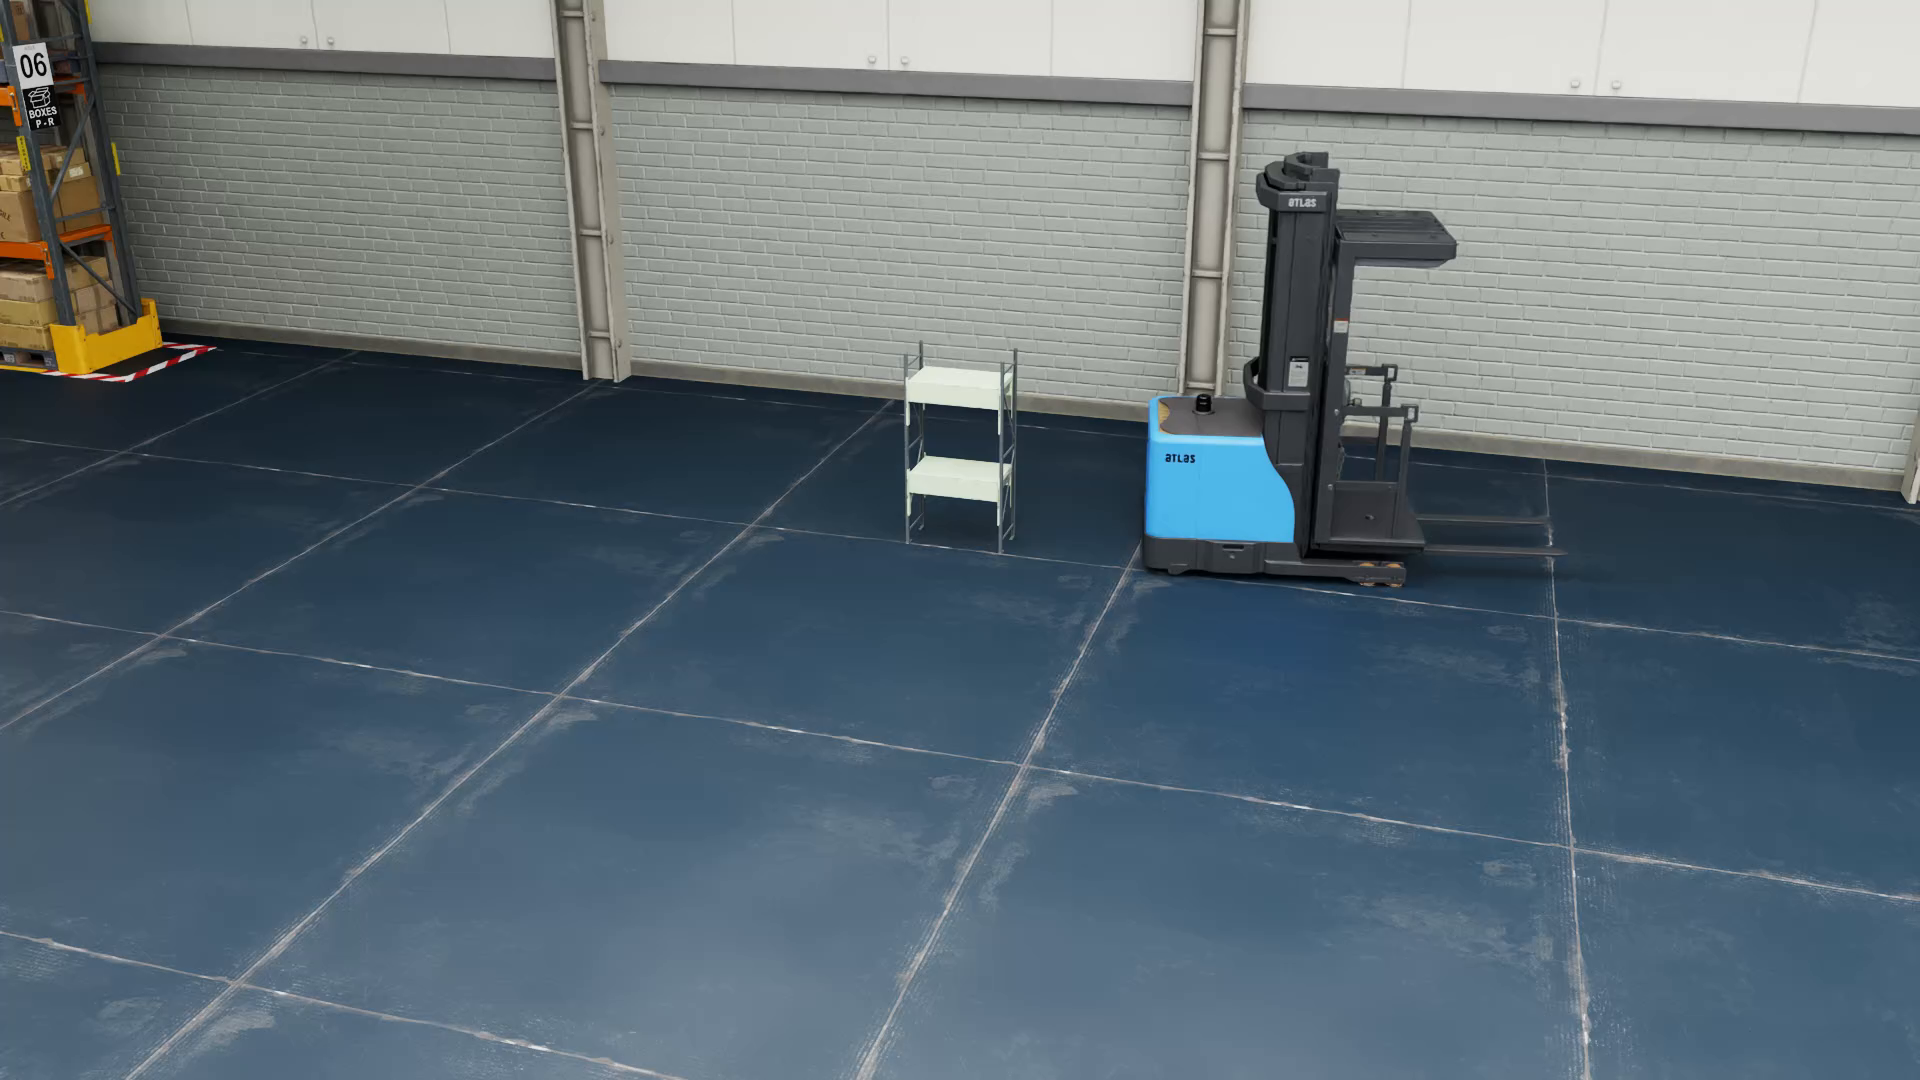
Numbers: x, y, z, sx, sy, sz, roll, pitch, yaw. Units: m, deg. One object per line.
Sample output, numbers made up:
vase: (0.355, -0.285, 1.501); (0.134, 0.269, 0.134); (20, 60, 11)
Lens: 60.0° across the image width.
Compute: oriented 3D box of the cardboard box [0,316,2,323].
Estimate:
cardboard box: (-9.928, -2.444, 17.187); (0.500, 0.250, 0.500); (6, 23, 15)

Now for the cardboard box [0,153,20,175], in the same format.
cardboard box: (-9.543, -3.754, 16.592); (0.250, 0.149, 0.380); (7, 23, 16)

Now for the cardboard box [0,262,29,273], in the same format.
cardboard box: (-9.916, -2.668, 17.074); (0.500, 0.250, 0.500); (7, 23, 16)

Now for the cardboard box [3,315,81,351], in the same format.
cardboard box: (-9.435, -2.151, 17.131); (0.500, 0.250, 0.500); (7, 23, 16)

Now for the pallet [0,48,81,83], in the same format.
pallet: (-9.564, -4.726, 16.503); (1.213, 0.211, 1.003); (7, 23, 16)

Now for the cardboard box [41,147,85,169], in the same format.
cardboard box: (-9.154, -3.890, 16.924); (0.250, 0.149, 0.380); (6, 23, 14)

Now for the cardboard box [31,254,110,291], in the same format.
cardboard box: (-9.300, -2.798, 17.392); (0.500, 0.250, 0.500); (6, 23, 15)

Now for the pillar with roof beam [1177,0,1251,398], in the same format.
pillar with roof beam: (0.944, -3.592, 9.669); (0.400, 9.000, 9.100); (7, 23, 16)

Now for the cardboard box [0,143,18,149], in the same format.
cardboard box: (-9.884, -3.988, 17.161); (0.250, 0.149, 0.380); (7, 23, 16)

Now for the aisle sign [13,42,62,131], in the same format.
aisle sign: (-8.916, -4.381, 16.072); (0.004, 0.787, 0.394); (7, 23, 16)

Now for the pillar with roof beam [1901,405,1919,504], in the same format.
pillar with roof beam: (6.689, -2.934, 8.065); (0.400, 9.000, 9.100); (7, 23, 16)

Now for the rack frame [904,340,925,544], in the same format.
rack frame: (-0.344, -0.733, 12.581); (0.023, 1.500, 0.400); (7, 23, 16)

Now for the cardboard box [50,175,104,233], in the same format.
cardboard box: (-9.288, -3.494, 17.203); (0.500, 0.500, 0.500); (7, 23, 17)

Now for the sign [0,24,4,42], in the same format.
sign: (-9.064, -4.857, 15.644); (0.005, 0.325, 0.100); (7, 23, 16)

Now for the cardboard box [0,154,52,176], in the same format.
cardboard box: (-9.298, -3.739, 16.554); (0.250, 0.149, 0.380); (7, 23, 16)

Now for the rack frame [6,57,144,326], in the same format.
rack frame: (-8.894, -3.292, 16.843); (0.127, 3.000, 1.000); (7, 23, 16)

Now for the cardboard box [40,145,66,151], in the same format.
cardboard box: (-9.391, -3.942, 17.050); (0.250, 0.149, 0.380); (7, 23, 17)

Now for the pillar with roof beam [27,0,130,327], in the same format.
pillar with roof beam: (-10.544, -4.907, 12.876); (0.400, 9.000, 9.100); (7, 23, 16)

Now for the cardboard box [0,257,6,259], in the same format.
cardboard box: (-10.255, -2.910, 17.665); (0.500, 0.250, 0.500); (6, 23, 15)

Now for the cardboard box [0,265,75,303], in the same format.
cardboard box: (-9.425, -2.614, 16.942); (0.500, 0.250, 0.500); (7, 23, 17)

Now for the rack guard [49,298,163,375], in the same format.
rack guard: (-8.871, -2.133, 17.311); (0.348, 0.500, 1.175); (7, 23, 16)

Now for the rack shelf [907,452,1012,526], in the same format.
rack shelf: (0.006, -0.392, 12.607); (0.720, 0.370, 0.431); (7, 23, 16)

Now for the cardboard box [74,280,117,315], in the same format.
cardboard box: (-9.284, -2.573, 17.500); (0.500, 0.250, 0.500); (7, 23, 16)

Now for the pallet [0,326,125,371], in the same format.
pallet: (-9.638, -2.071, 17.540); (1.213, 0.211, 1.003); (7, 23, 16)

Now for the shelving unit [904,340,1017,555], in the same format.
shelving unit: (0.006, -0.693, 12.484); (0.755, 1.500, 0.431); (7, 23, 16)

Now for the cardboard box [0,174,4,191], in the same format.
cardboard box: (-9.560, -3.592, 16.588); (0.250, 0.149, 0.380); (7, 23, 16)

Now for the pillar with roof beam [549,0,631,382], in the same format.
pillar with roof beam: (-4.800, -4.250, 11.272); (0.400, 9.000, 9.100); (7, 23, 16)

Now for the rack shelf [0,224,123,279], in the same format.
rack shelf: (-10.809, -3.178, 17.514); (4.000, 0.370, 1.077); (7, 23, 16)

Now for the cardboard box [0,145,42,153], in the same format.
cardboard box: (-9.652, -3.955, 17.081); (0.250, 0.149, 0.380); (7, 23, 17)

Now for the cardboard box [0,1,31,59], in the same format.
cardboard box: (-9.388, -4.927, 16.059); (0.500, 0.500, 0.500); (7, 23, 17)

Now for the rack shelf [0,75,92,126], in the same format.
rack shelf: (-10.809, -4.566, 16.945); (4.000, 0.370, 1.077); (7, 23, 16)

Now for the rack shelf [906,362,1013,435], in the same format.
rack shelf: (0.006, -1.054, 12.336); (0.720, 0.370, 0.431); (7, 23, 16)

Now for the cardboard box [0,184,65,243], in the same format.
cardboard box: (-9.441, -3.297, 16.723); (0.500, 0.500, 0.500); (6, 23, 14)

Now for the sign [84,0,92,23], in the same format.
sign: (-8.728, -5.322, 16.583); (0.005, 0.325, 0.100); (7, 23, 16)

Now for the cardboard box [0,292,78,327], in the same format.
cardboard box: (-9.451, -2.385, 17.044); (0.500, 0.250, 0.500); (6, 23, 15)

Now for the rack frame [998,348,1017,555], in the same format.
rack frame: (0.357, -0.653, 12.386); (0.023, 1.500, 0.400); (7, 23, 16)

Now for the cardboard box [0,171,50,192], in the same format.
cardboard box: (-9.307, -3.575, 16.546); (0.250, 0.149, 0.380); (7, 23, 16)

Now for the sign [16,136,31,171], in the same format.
sign: (-9.064, -3.742, 16.102); (0.005, 0.325, 0.100); (7, 23, 16)

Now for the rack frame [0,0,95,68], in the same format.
rack frame: (-8.894, -6.068, 15.705); (0.127, 3.000, 1.000); (7, 23, 16)

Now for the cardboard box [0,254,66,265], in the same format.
cardboard box: (-9.779, -2.852, 17.522); (0.500, 0.250, 0.500); (7, 23, 16)

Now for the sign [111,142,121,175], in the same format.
sign: (-8.728, -3.930, 17.154); (0.005, 0.325, 0.100); (7, 23, 16)

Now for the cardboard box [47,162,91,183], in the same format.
cardboard box: (-9.144, -3.770, 17.022); (0.250, 0.149, 0.380); (6, 23, 14)

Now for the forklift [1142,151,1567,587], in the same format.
forklift: (2.886, -1.229, 11.904); (3.031, 2.935, 1.130); (2, 22, 5)

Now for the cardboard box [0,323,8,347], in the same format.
cardboard box: (-9.909, -2.209, 17.272); (0.500, 0.250, 0.500); (7, 23, 15)

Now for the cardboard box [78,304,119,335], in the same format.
cardboard box: (-9.308, -2.339, 17.590); (0.500, 0.250, 0.500); (7, 23, 16)
